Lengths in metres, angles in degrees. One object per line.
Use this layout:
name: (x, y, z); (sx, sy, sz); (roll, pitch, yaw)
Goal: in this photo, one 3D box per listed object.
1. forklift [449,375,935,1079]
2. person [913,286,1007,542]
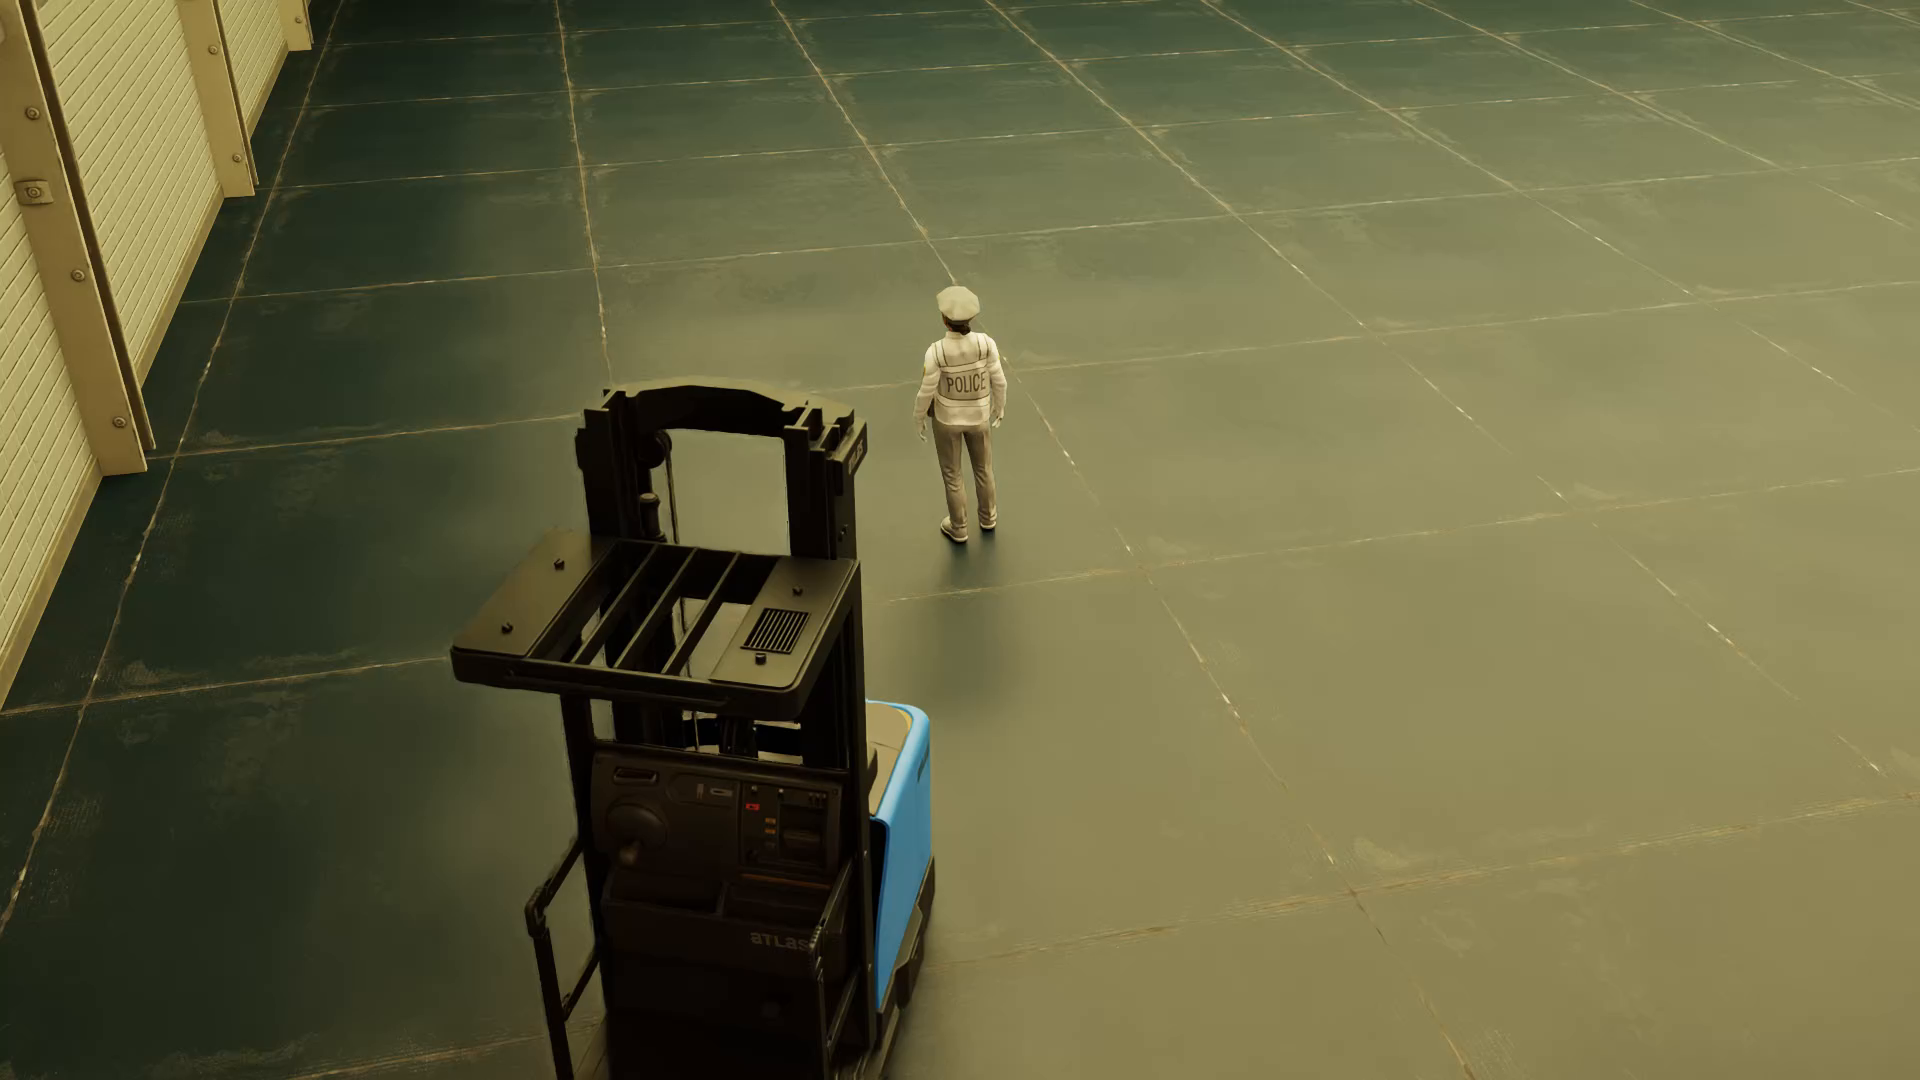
forklift: (-0.916, 1.048, 5.765); (1.130, 2.935, 3.031); (6, 31, 10)
person: (-0.009, -0.774, 10.131); (0.586, 1.694, 0.530); (-7, 31, -12)
